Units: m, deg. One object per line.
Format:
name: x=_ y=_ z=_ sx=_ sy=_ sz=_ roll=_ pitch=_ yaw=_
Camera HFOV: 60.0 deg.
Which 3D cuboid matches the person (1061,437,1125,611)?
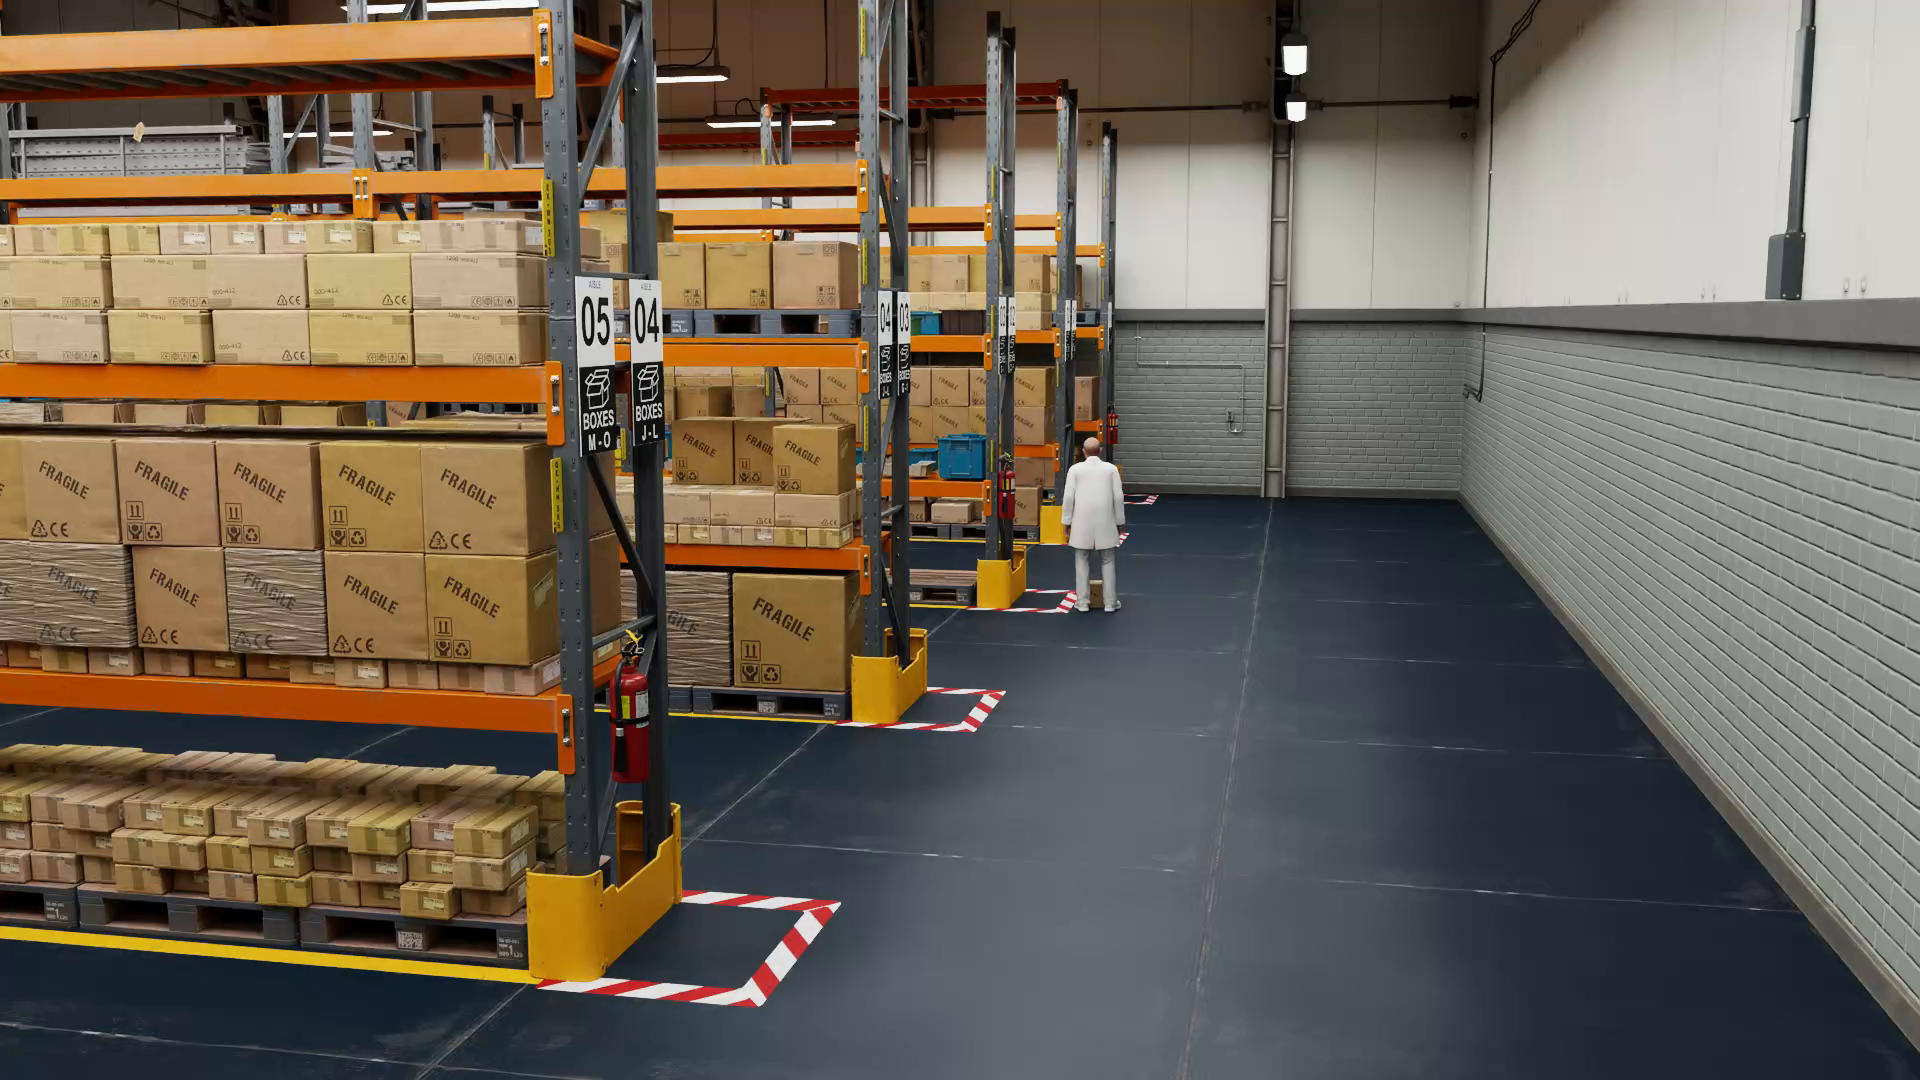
person: x=1.365 y=-0.159 z=17.025 sx=0.656 sy=1.775 sz=0.417 roll=0 pitch=8 yaw=3
